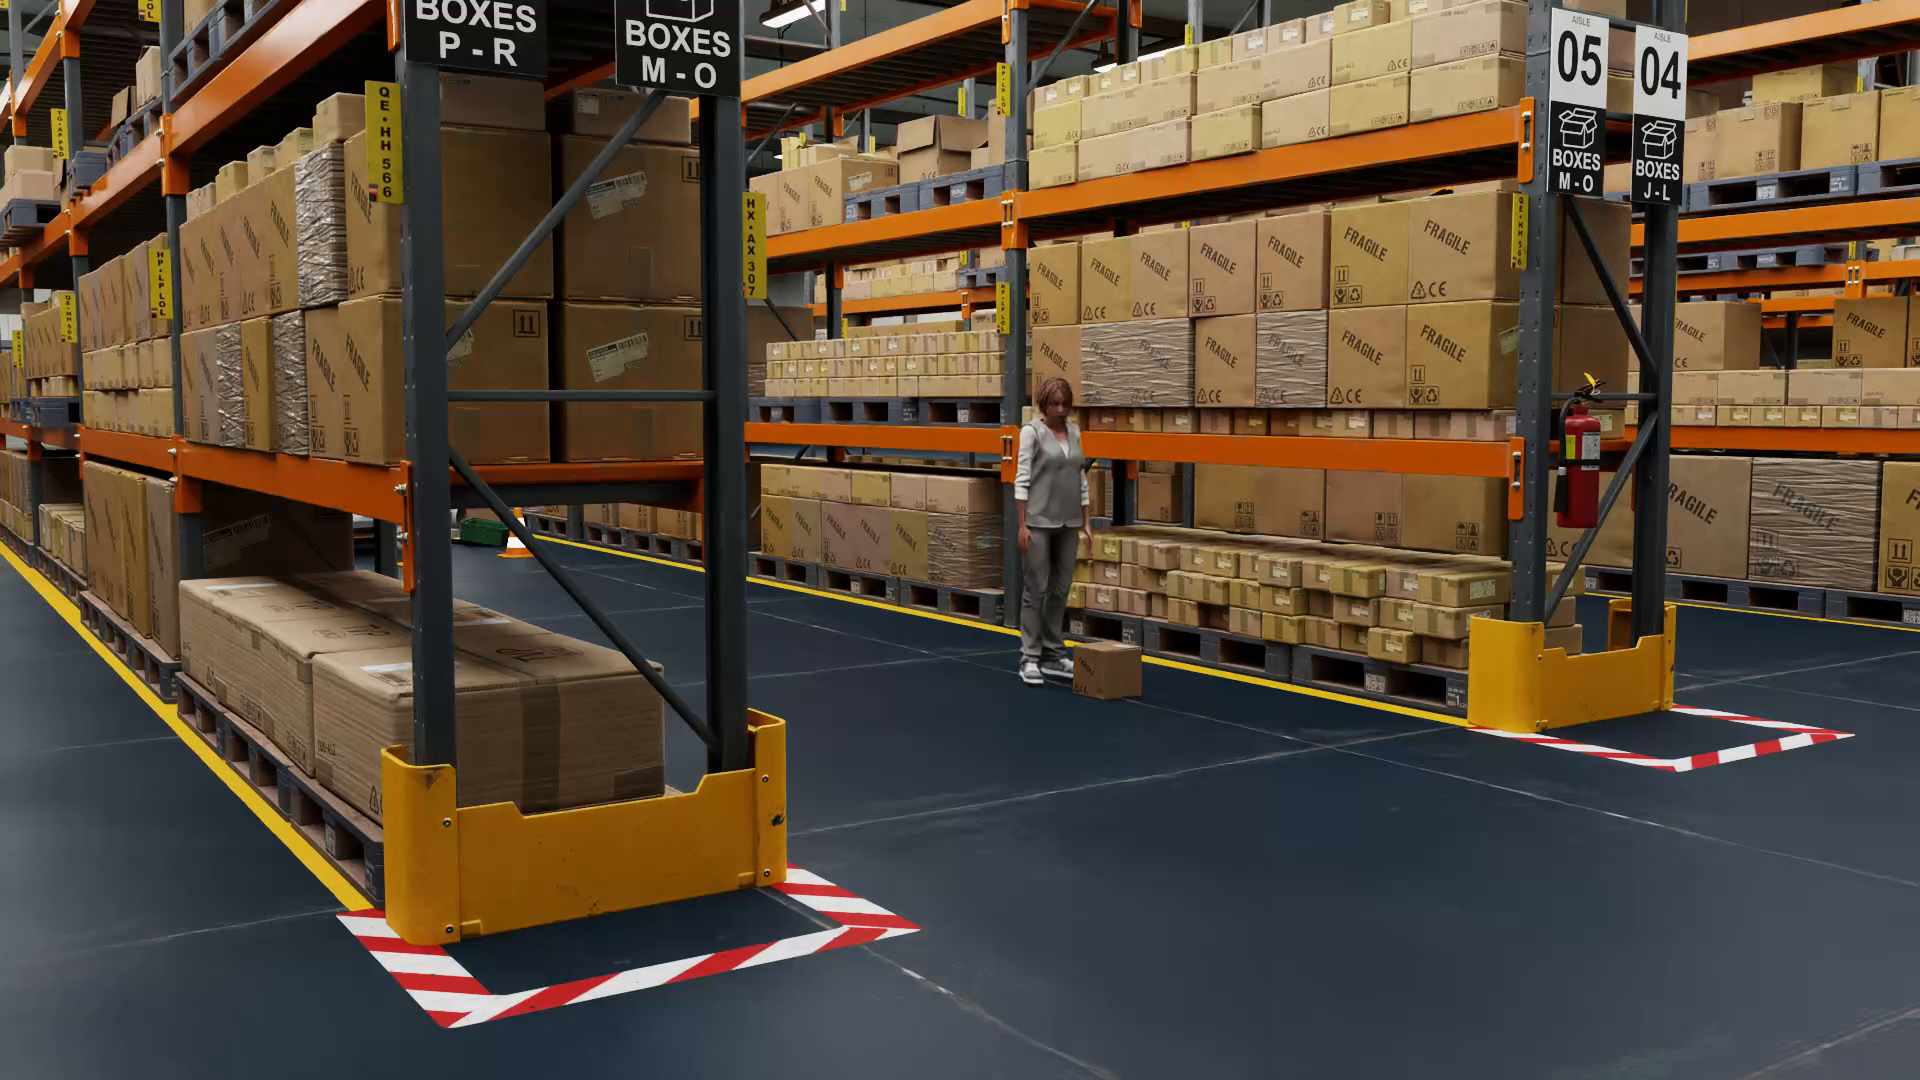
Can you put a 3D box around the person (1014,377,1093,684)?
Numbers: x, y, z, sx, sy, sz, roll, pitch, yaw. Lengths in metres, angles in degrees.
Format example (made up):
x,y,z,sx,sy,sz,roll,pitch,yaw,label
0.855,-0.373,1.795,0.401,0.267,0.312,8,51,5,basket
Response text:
x,y,z,sx,sy,sz,roll,pitch,yaw,label
0.495,-0.053,8.793,0.445,1.599,0.316,-3,6,-33,person
